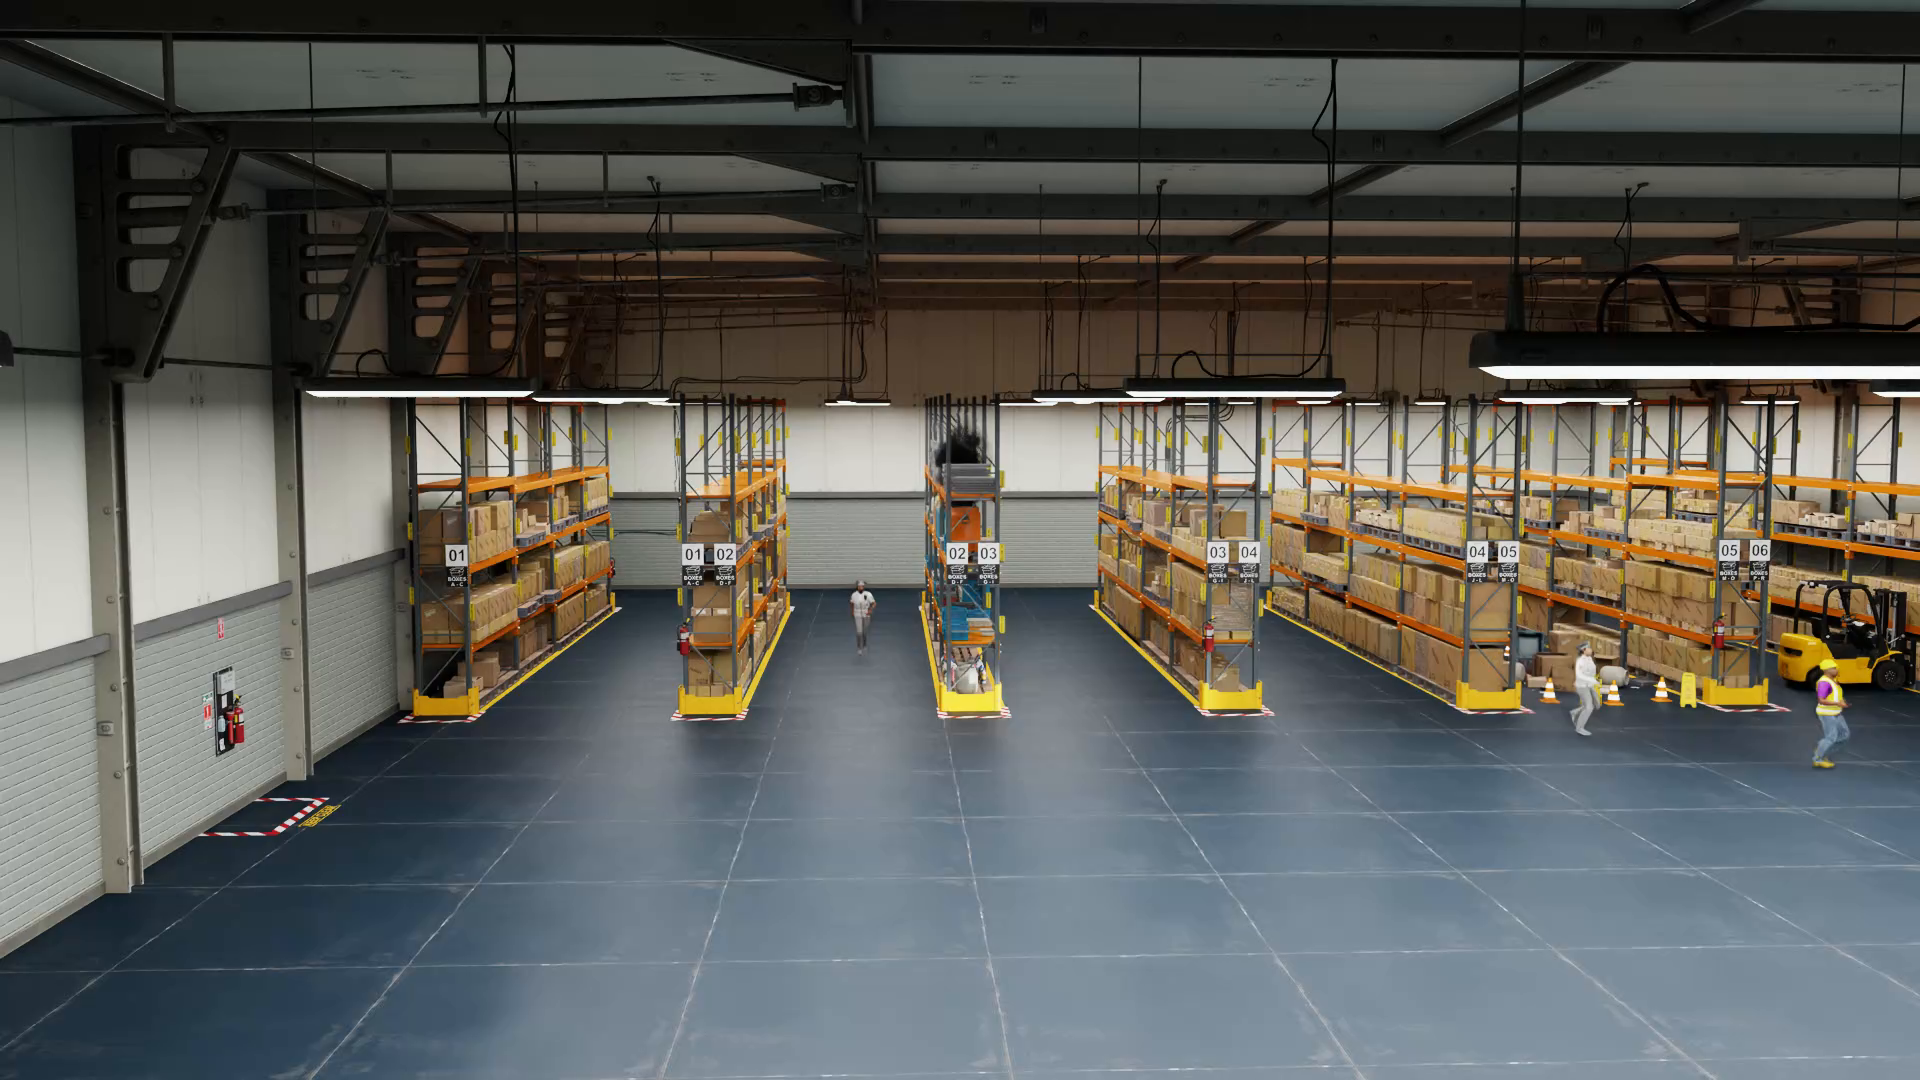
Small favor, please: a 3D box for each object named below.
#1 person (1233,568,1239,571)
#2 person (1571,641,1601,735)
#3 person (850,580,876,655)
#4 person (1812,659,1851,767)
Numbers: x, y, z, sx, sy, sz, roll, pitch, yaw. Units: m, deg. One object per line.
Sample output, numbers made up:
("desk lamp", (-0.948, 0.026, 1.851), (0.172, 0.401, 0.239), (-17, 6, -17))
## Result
("person", (7.690, 1.228, 46.928), (0.581, 1.586, 0.519), (0, 5, -3))
("person", (11.017, 2.589, 29.230), (0.537, 1.664, 0.658), (4, 6, 40))
("person", (-2.180, 1.722, 37.343), (0.596, 1.698, 0.738), (0, 5, 2))
("person", (13.874, 2.760, 26.415), (0.600, 1.723, 0.685), (4, 6, 43))
